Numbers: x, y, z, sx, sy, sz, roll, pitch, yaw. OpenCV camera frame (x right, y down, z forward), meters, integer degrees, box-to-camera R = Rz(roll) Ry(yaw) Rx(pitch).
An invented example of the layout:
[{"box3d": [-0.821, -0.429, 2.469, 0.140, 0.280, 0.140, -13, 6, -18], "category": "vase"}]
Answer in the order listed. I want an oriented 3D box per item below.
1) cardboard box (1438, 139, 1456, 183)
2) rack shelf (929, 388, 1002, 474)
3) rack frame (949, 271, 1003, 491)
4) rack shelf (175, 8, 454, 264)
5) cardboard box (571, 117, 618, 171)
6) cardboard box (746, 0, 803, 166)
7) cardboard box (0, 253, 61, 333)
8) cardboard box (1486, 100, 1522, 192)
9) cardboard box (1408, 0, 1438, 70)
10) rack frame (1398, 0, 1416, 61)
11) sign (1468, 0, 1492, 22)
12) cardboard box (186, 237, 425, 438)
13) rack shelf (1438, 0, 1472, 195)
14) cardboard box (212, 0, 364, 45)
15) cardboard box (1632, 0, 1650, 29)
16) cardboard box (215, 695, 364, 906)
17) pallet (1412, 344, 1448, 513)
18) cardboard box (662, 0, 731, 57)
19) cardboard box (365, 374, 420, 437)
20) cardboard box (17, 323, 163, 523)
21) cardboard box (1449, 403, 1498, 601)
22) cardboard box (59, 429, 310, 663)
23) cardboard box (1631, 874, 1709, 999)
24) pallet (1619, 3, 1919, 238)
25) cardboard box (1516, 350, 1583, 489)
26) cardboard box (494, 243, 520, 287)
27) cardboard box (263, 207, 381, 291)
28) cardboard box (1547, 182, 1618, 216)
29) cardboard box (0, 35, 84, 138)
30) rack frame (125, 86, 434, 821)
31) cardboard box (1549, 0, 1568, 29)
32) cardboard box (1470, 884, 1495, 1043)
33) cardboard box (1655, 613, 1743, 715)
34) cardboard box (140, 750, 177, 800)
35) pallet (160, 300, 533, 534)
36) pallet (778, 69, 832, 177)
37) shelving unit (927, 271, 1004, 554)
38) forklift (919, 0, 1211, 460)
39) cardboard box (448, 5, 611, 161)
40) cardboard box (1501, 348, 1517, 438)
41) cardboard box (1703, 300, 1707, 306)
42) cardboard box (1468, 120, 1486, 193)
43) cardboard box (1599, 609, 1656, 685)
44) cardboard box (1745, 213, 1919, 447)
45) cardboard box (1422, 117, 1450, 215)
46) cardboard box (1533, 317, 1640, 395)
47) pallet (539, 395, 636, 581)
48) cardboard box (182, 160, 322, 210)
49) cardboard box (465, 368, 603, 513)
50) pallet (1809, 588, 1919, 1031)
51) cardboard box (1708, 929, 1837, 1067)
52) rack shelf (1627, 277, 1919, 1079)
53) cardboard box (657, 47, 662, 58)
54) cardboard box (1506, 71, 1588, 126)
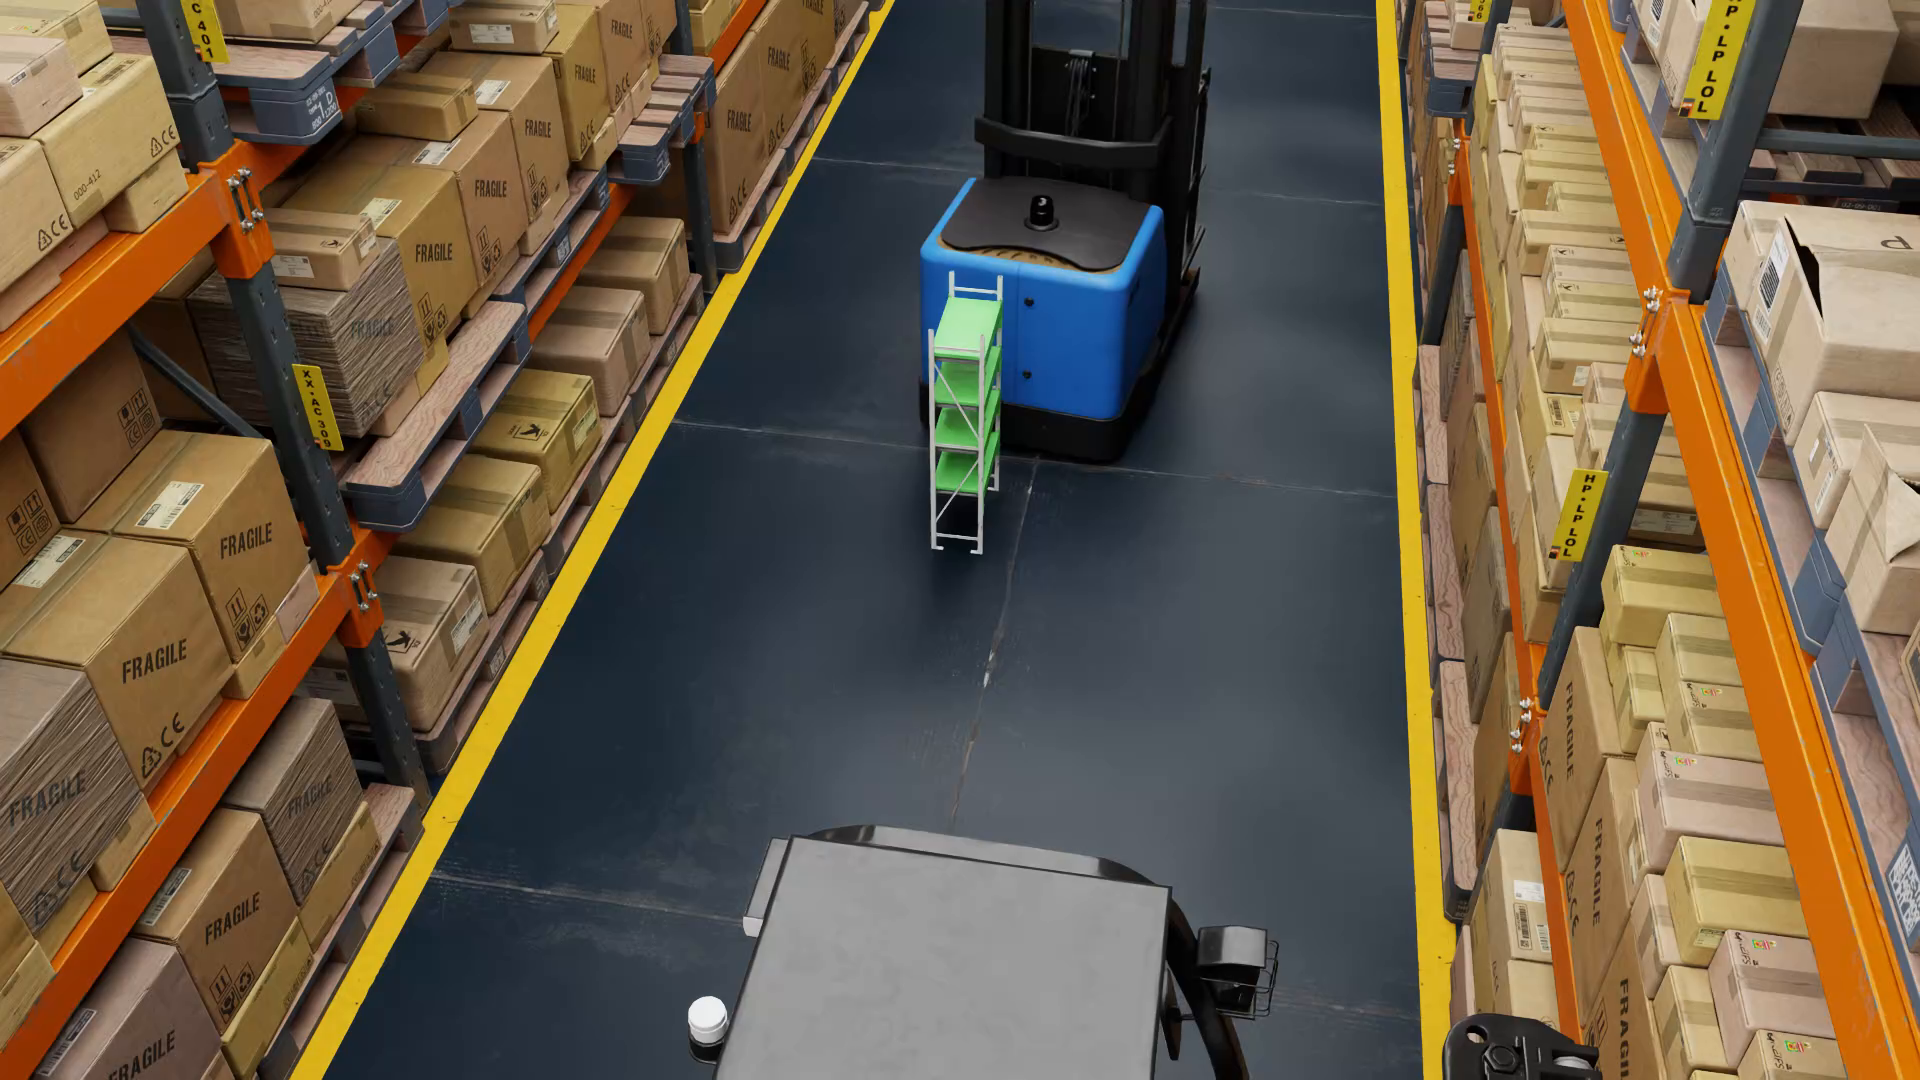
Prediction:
[{"box3d": [2.841, -2.070, 9.119, 0.380, 0.149, 0.250, 4, 40, 5], "category": "cardboard box"}, {"box3d": [0.029, -0.517, 7.631, 0.258, 0.148, 0.480, 6, 40, 8], "category": "rack shelf"}, {"box3d": [0.071, -0.719, 7.775, 0.240, 1.200, 0.015, 6, 40, 8], "category": "rack frame"}, {"box3d": [-2.247, -2.277, 6.458, 1.077, 0.370, 4.000, 6, 40, 8], "category": "rack shelf"}, {"box3d": [-1.786, -1.816, 7.557, 0.380, 0.149, 0.250, 7, 40, 8], "category": "cardboard box"}, {"box3d": [-1.541, -2.980, 10.435, 0.875, 0.875, 0.875, 7, 40, 8], "category": "cardboard box"}, {"box3d": [-2.499, -0.659, 4.133, 0.380, 0.149, 0.250, 7, 40, 8], "category": "cardboard box"}, {"box3d": [2.583, -1.678, 7.248, 0.500, 0.250, 0.500, 8, 40, 9], "category": "cardboard box"}, {"box3d": [3.375, -3.539, 11.405, 0.500, 0.500, 0.500, 8, 40, 10], "category": "cardboard box"}, {"box3d": [3.680, -4.619, 11.079, 1.000, 3.000, 0.127, 6, 40, 8], "category": "rack frame"}, {"box3d": [2.452, -2.578, 7.765, 0.100, 0.325, 0.005, 6, 40, 8], "category": "sign"}, {"box3d": [-2.230, -0.721, 5.723, 0.500, 0.500, 0.500, 7, 40, 9], "category": "cardboard box"}, {"box3d": [3.334, -3.087, 9.791, 1.077, 0.370, 4.000, 6, 40, 8], "category": "rack shelf"}, {"box3d": [-2.097, -1.726, 5.014, 0.500, 0.250, 0.500, 5, 40, 6], "category": "cardboard box"}, {"box3d": [2.187, -1.581, 4.841, 0.380, 0.149, 0.250, 6, 40, 8], "category": "cardboard box"}, {"box3d": [-2.432, 0.867, 5.685, 0.500, 0.500, 0.500, 6, 40, 7], "category": "cardboard box"}, {"box3d": [2.807, -0.522, 8.312, 1.003, 0.211, 1.213, 6, 40, 8], "category": "pallet"}, {"box3d": [-1.569, -2.875, 9.088, 0.500, 0.250, 0.500, 6, 40, 7], "category": "cardboard box"}, {"box3d": [-2.187, -0.520, 5.990, 0.380, 0.149, 0.250, 7, 40, 8], "category": "cardboard box"}, {"box3d": [-2.883, -0.430, 4.916, 0.700, 0.500, 0.500, 6, 40, 7], "category": "cardboard box"}, {"box3d": [2.645, -0.132, 7.186, 0.875, 0.625, 0.625, 5, 40, 6], "category": "cardboard box"}, {"box3d": [-2.425, 0.010, 5.169, 0.500, 0.500, 0.500, 5, 40, 7], "category": "cardboard box"}, {"box3d": [1.758, 0.925, 3.787, 0.380, 0.149, 0.250, 6, 40, 7], "category": "cardboard box"}, {"box3d": [2.436, -1.236, 4.783, 0.805, 0.209, 1.217, 5, 40, 6], "category": "pallet"}, {"box3d": [2.211, -0.393, 5.694, 0.500, 0.250, 0.500, 5, 40, 7], "category": "cardboard box"}, {"box3d": [-2.031, -1.174, 6.780, 0.380, 0.149, 0.250, 7, 40, 8], "category": "cardboard box"}, {"box3d": [-2.164, -0.964, 5.509, 0.380, 0.149, 0.250, 6, 40, 7], "category": "cardboard box"}, {"box3d": [2.480, -1.245, 6.411, 0.380, 0.149, 0.250, 6, 40, 8], "category": "cardboard box"}, {"box3d": [-2.403, -1.115, 4.059, 0.380, 0.149, 0.250, 5, 40, 7], "category": "cardboard box"}, {"box3d": [-2.593, -0.143, 5.666, 1.000, 3.000, 0.127, 6, 40, 8], "category": "rack frame"}, {"box3d": [3.231, -2.615, 8.247, 0.500, 0.500, 0.500, 8, 40, 10], "category": "cardboard box"}, {"box3d": [1.908, 1.376, 5.264, 0.500, 0.250, 0.500, 6, 40, 7], "category": "cardboard box"}, {"box3d": [2.010, 0.342, 4.258, 0.380, 0.149, 0.250, 7, 40, 8], "category": "cardboard box"}, {"box3d": [-2.564, 0.656, 4.897, 0.380, 0.149, 0.250, 6, 40, 7], "category": "cardboard box"}, {"box3d": [-2.318, -0.533, 6.288, 1.003, 0.211, 1.213, 6, 40, 8], "category": "pallet"}, {"box3d": [-1.477, -2.829, 11.103, 1.003, 0.211, 1.213, 6, 40, 8], "category": "pallet"}, {"box3d": [0.029, -0.566, 7.590, 0.258, 1.200, 0.503, 6, 40, 8], "category": "shelving unit"}, {"box3d": [0.736, -2.470, 8.534, 1.130, 2.935, 3.031, 12, 41, 14], "category": "forklift"}, {"box3d": [-1.871, -2.010, 7.283, 0.500, 0.500, 0.500, 4, 40, 5], "category": "cardboard box"}, {"box3d": [2.323, -0.510, 6.227, 0.500, 0.250, 0.500, 7, 40, 8], "category": "cardboard box"}, {"box3d": [2.841, -0.878, 5.967, 0.380, 0.149, 0.250, 6, 40, 7], "category": "cardboard box"}, {"box3d": [2.671, -1.799, 7.787, 0.500, 0.250, 0.500, 7, 40, 8], "category": "cardboard box"}, {"box3d": [1.982, 0.284, 4.561, 0.380, 0.149, 0.250, 6, 40, 7], "category": "cardboard box"}, {"box3d": [1.912, -0.425, 3.315, 0.500, 0.311, 0.500, 7, 40, 9], "category": "cardboard box"}, {"box3d": [3.034, -2.238, 9.832, 0.500, 0.500, 0.500, 8, 40, 10], "category": "cardboard box"}, {"box3d": [2.172, -0.617, 5.652, 0.380, 0.149, 0.250, 5, 40, 6], "category": "cardboard box"}, {"box3d": [-2.251, -0.325, 8.075, 1.003, 0.211, 1.213, 6, 40, 8], "category": "pallet"}, {"box3d": [-2.655, -1.085, 6.163, 0.500, 0.500, 0.500, 7, 40, 8], "category": "cardboard box"}, {"box3d": [-2.265, -0.510, 7.842, 0.950, 0.372, 0.625, 8, 40, 9], "category": "cardboard box"}, {"box3d": [1.960, 0.581, 2.505, 1.003, 0.211, 1.213, 6, 40, 8], "category": "pallet"}, {"box3d": [1.804, 0.983, 3.483, 0.380, 0.149, 0.250, 6, 40, 7], "category": "cardboard box"}, {"box3d": [1.950, 0.778, 2.762, 1.077, 0.370, 4.000, 6, 40, 8], "category": "rack shelf"}, {"box3d": [-1.726, -2.487, 8.368, 0.380, 0.149, 0.250, 8, 40, 9], "category": "cardboard box"}, {"box3d": [2.579, -1.898, 7.201, 0.380, 0.149, 0.250, 7, 40, 9], "category": "cardboard box"}]
